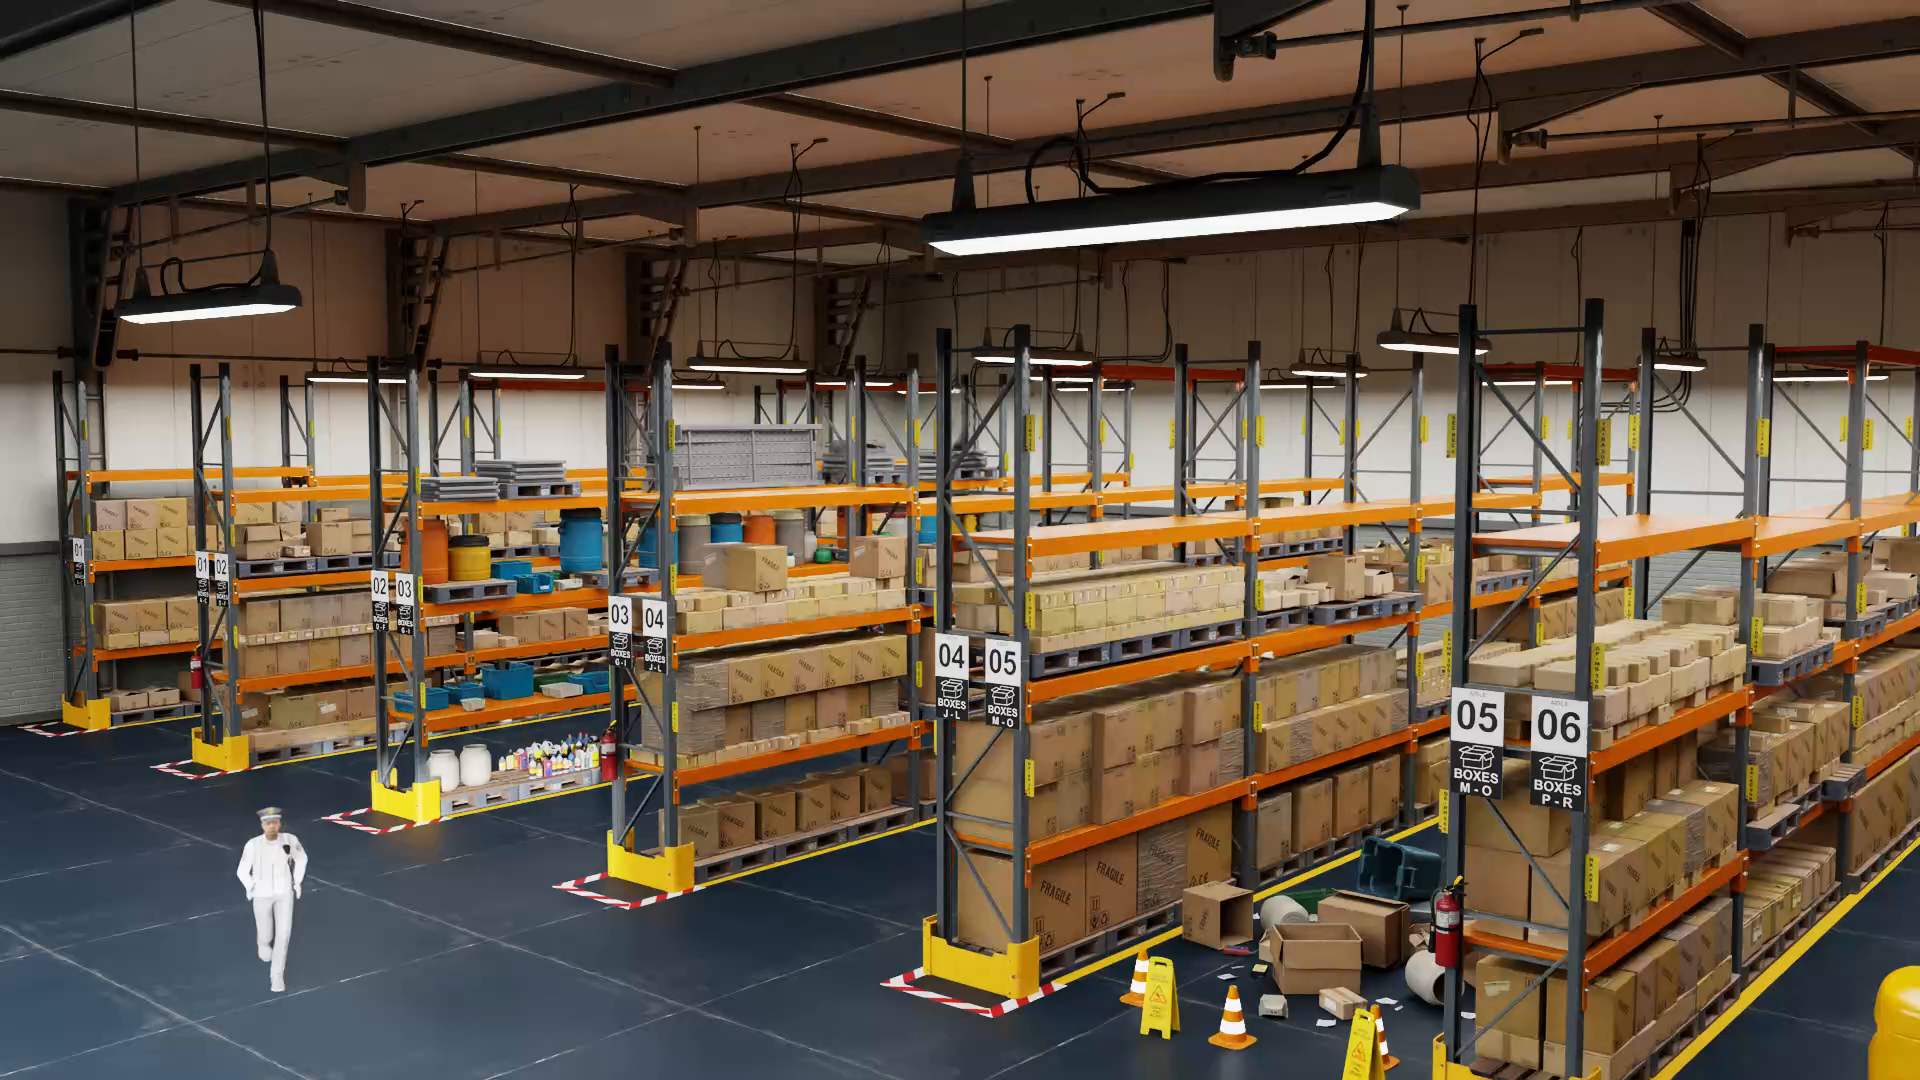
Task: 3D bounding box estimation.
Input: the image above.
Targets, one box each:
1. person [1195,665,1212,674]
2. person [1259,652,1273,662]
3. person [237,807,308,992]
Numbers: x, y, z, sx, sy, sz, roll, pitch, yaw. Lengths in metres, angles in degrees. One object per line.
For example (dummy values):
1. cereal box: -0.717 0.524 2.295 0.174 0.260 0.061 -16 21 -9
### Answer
1. person: 3.475 2.603 24.007 0.581 1.655 0.681 3 5 38
2. person: 4.513 2.526 24.573 0.680 1.824 0.759 3 5 31
3. person: -6.309 3.240 15.288 0.607 1.658 0.769 -2 5 -26
